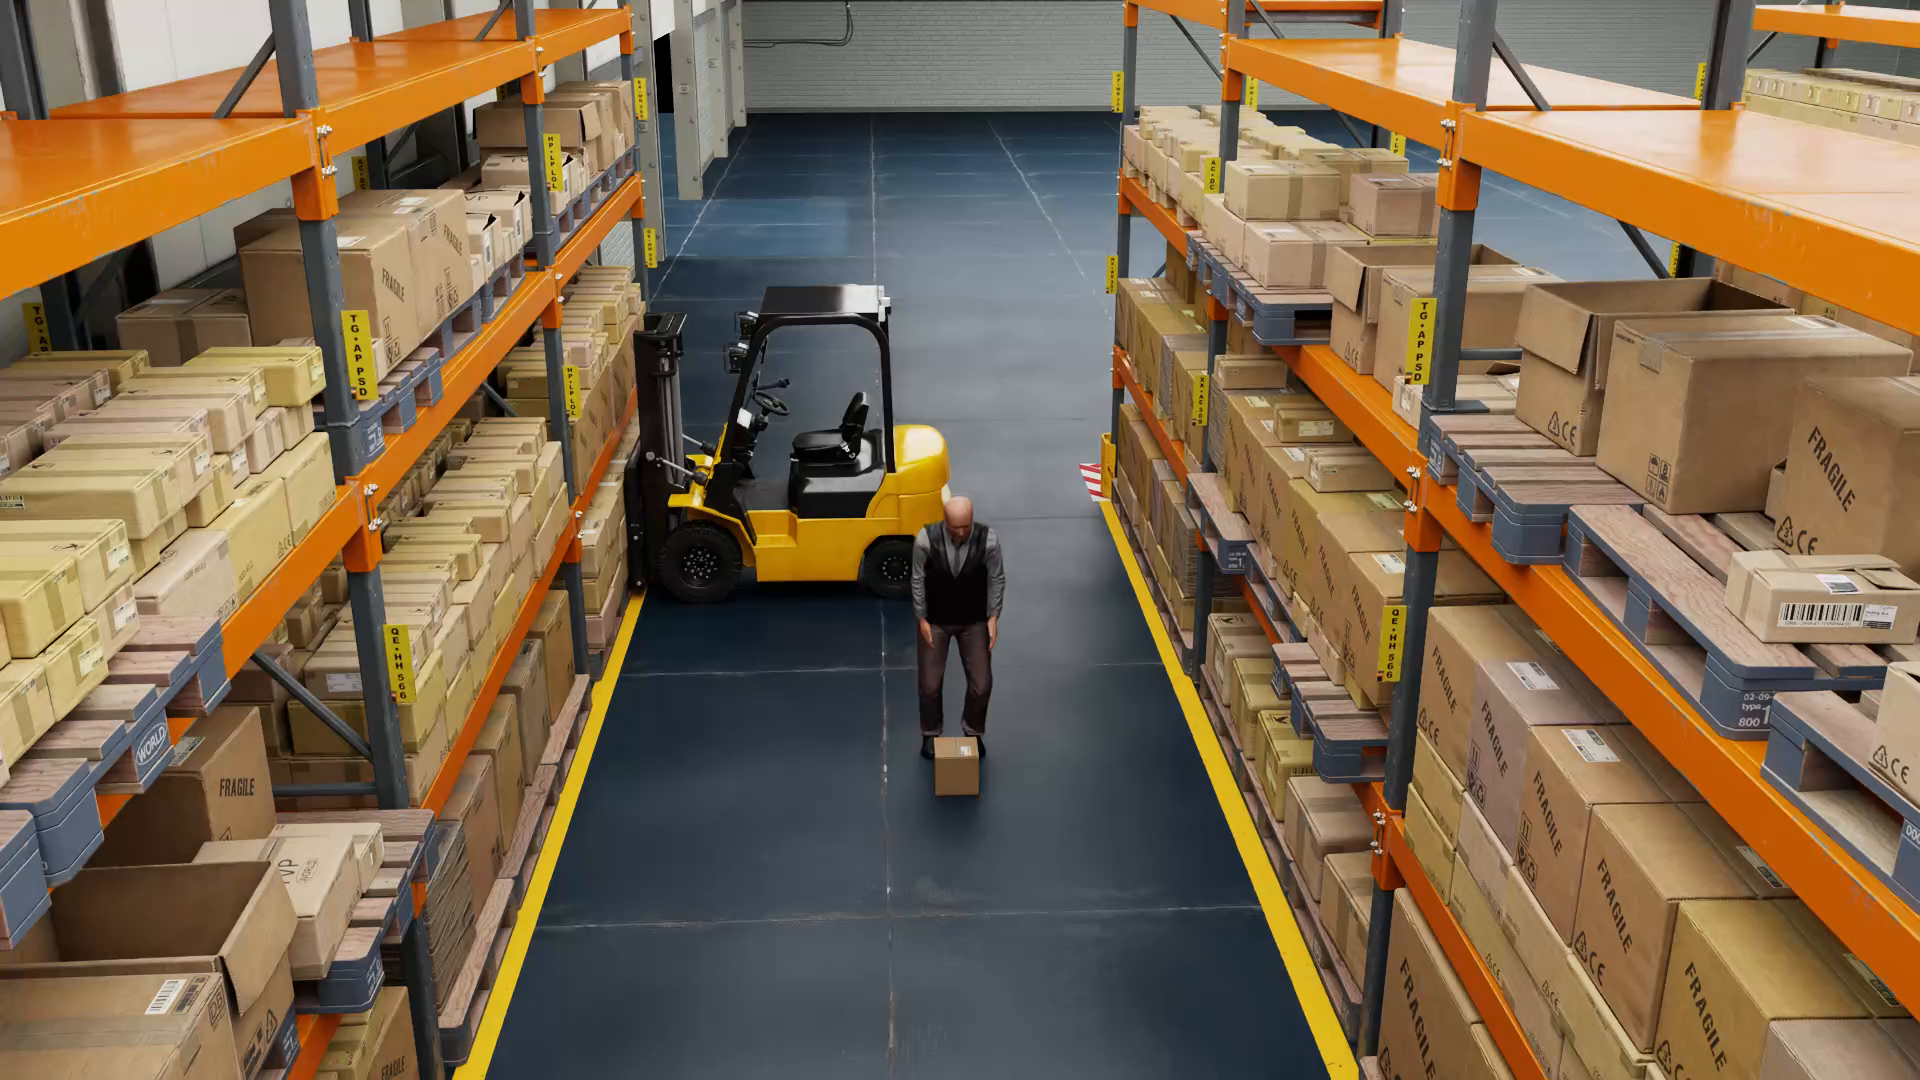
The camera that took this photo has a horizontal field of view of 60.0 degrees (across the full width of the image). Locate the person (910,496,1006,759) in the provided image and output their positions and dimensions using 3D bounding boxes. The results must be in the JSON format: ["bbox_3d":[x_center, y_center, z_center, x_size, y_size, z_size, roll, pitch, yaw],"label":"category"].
[{"bbox_3d":[-0.012,0.493,9.883,0.563,1.658,0.447,-1,20,-2],"label":"person"}]
